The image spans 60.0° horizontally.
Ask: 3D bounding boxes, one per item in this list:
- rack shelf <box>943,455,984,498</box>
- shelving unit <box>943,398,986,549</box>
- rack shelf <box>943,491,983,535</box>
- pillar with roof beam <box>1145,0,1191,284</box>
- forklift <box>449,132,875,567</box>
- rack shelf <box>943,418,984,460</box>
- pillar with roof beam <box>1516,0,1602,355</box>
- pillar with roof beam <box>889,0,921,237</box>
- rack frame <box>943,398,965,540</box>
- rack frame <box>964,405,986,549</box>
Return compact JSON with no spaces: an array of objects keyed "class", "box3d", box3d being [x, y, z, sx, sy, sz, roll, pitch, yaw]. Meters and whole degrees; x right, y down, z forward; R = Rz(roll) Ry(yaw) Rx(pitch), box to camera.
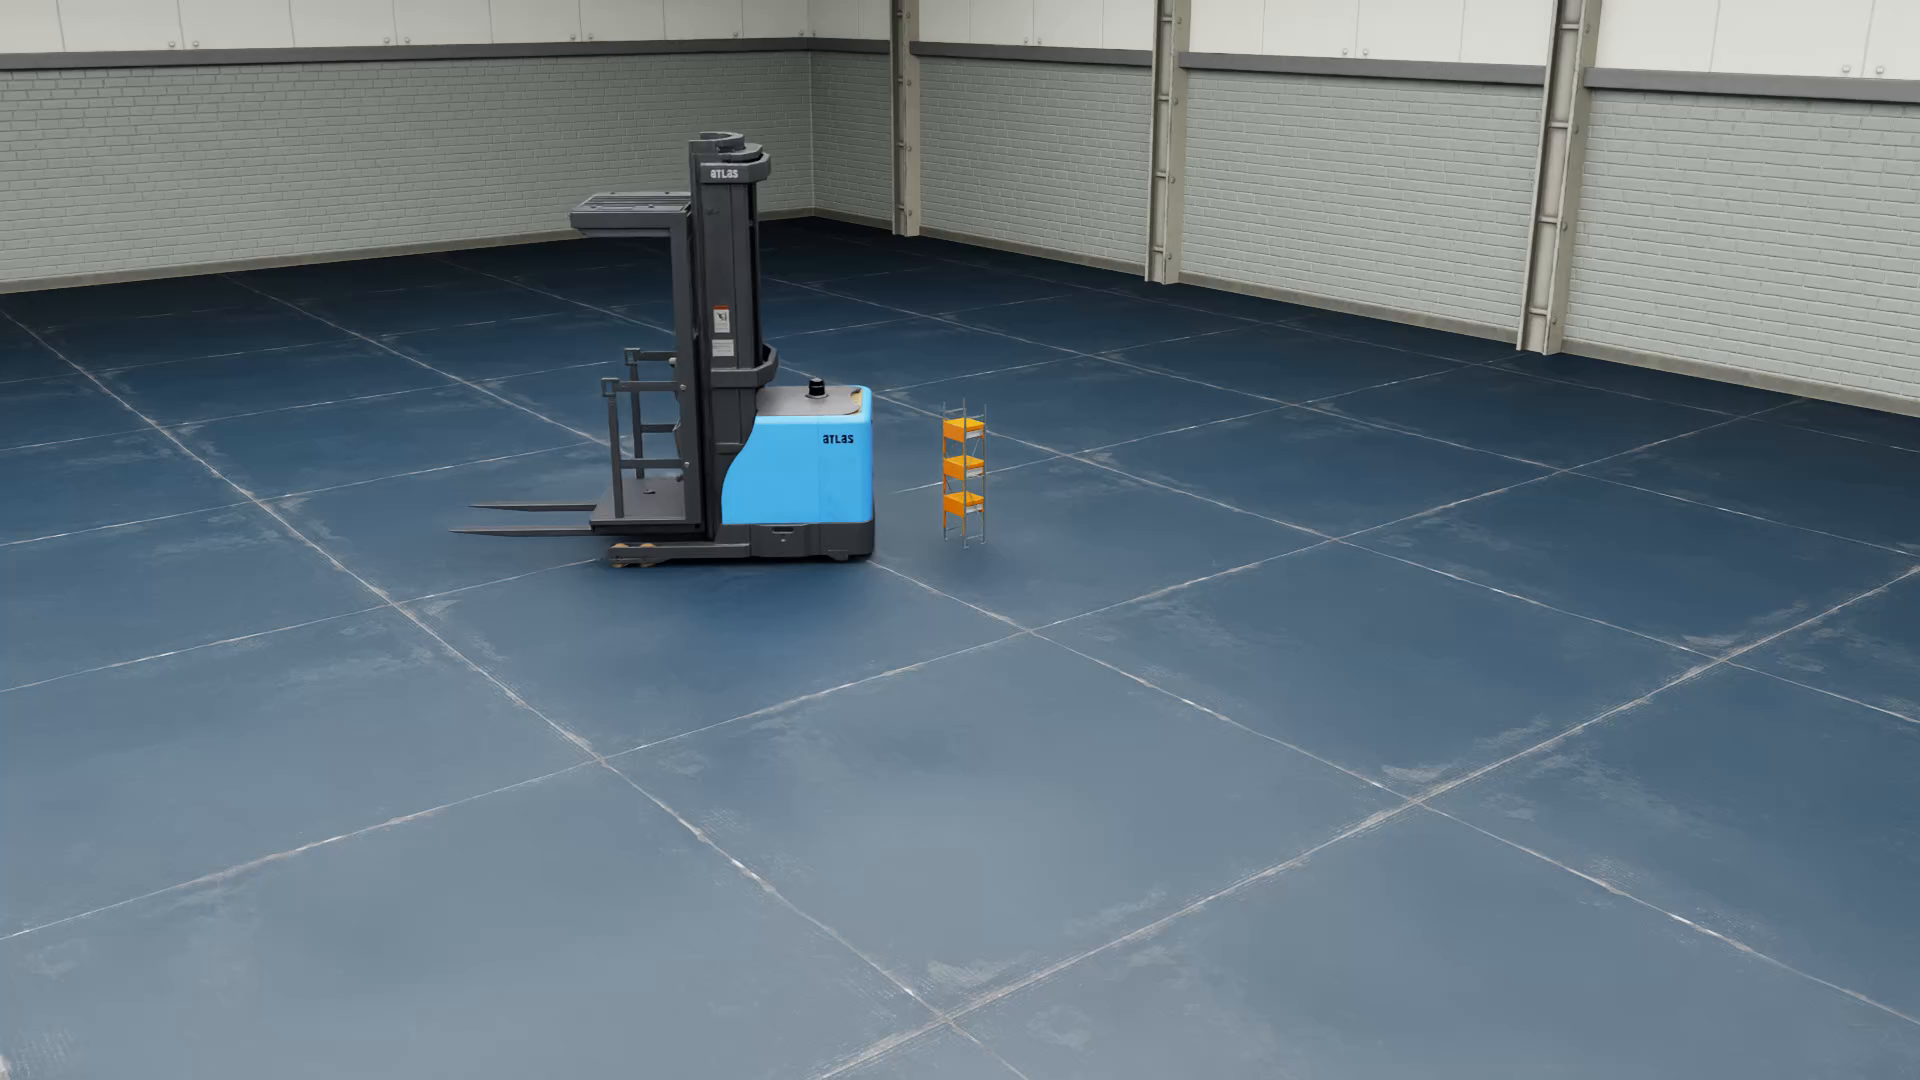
[{"class":"rack shelf","box3d":[0.033,-0.475,12.161,0.215,0.259,0.240,-14,23,-36]},{"class":"shelving unit","box3d":[0.033,-0.485,12.158,0.215,1.050,0.252,-14,23,-36]},{"class":"rack shelf","box3d":[0.033,-0.211,12.248,0.215,0.259,0.240,-14,23,-36]},{"class":"pillar with roof beam","box3d":[-0.541,-7.055,19.354,9.100,9.000,0.400,-14,23,-36]},{"class":"forklift","box3d":[-2.146,-1.367,11.827,3.031,2.935,1.130,-1,18,-2]},{"class":"rack shelf","box3d":[0.033,-0.745,12.072,0.215,0.259,0.240,-14,23,-36]},{"class":"pillar with roof beam","box3d":[3.184,-5.577,14.889,9.100,9.000,0.400,-14,23,-36]},{"class":"pillar with roof beam","box3d":[-4.266,-8.534,23.819,9.100,9.000,0.400,-14,23,-36]},{"class":"rack frame","box3d":[-0.043,-0.515,12.248,0.200,1.050,0.008,-14,23,-36]},{"class":"rack frame","box3d":[0.109,-0.455,12.067,0.200,1.050,0.008,-14,23,-36]}]
